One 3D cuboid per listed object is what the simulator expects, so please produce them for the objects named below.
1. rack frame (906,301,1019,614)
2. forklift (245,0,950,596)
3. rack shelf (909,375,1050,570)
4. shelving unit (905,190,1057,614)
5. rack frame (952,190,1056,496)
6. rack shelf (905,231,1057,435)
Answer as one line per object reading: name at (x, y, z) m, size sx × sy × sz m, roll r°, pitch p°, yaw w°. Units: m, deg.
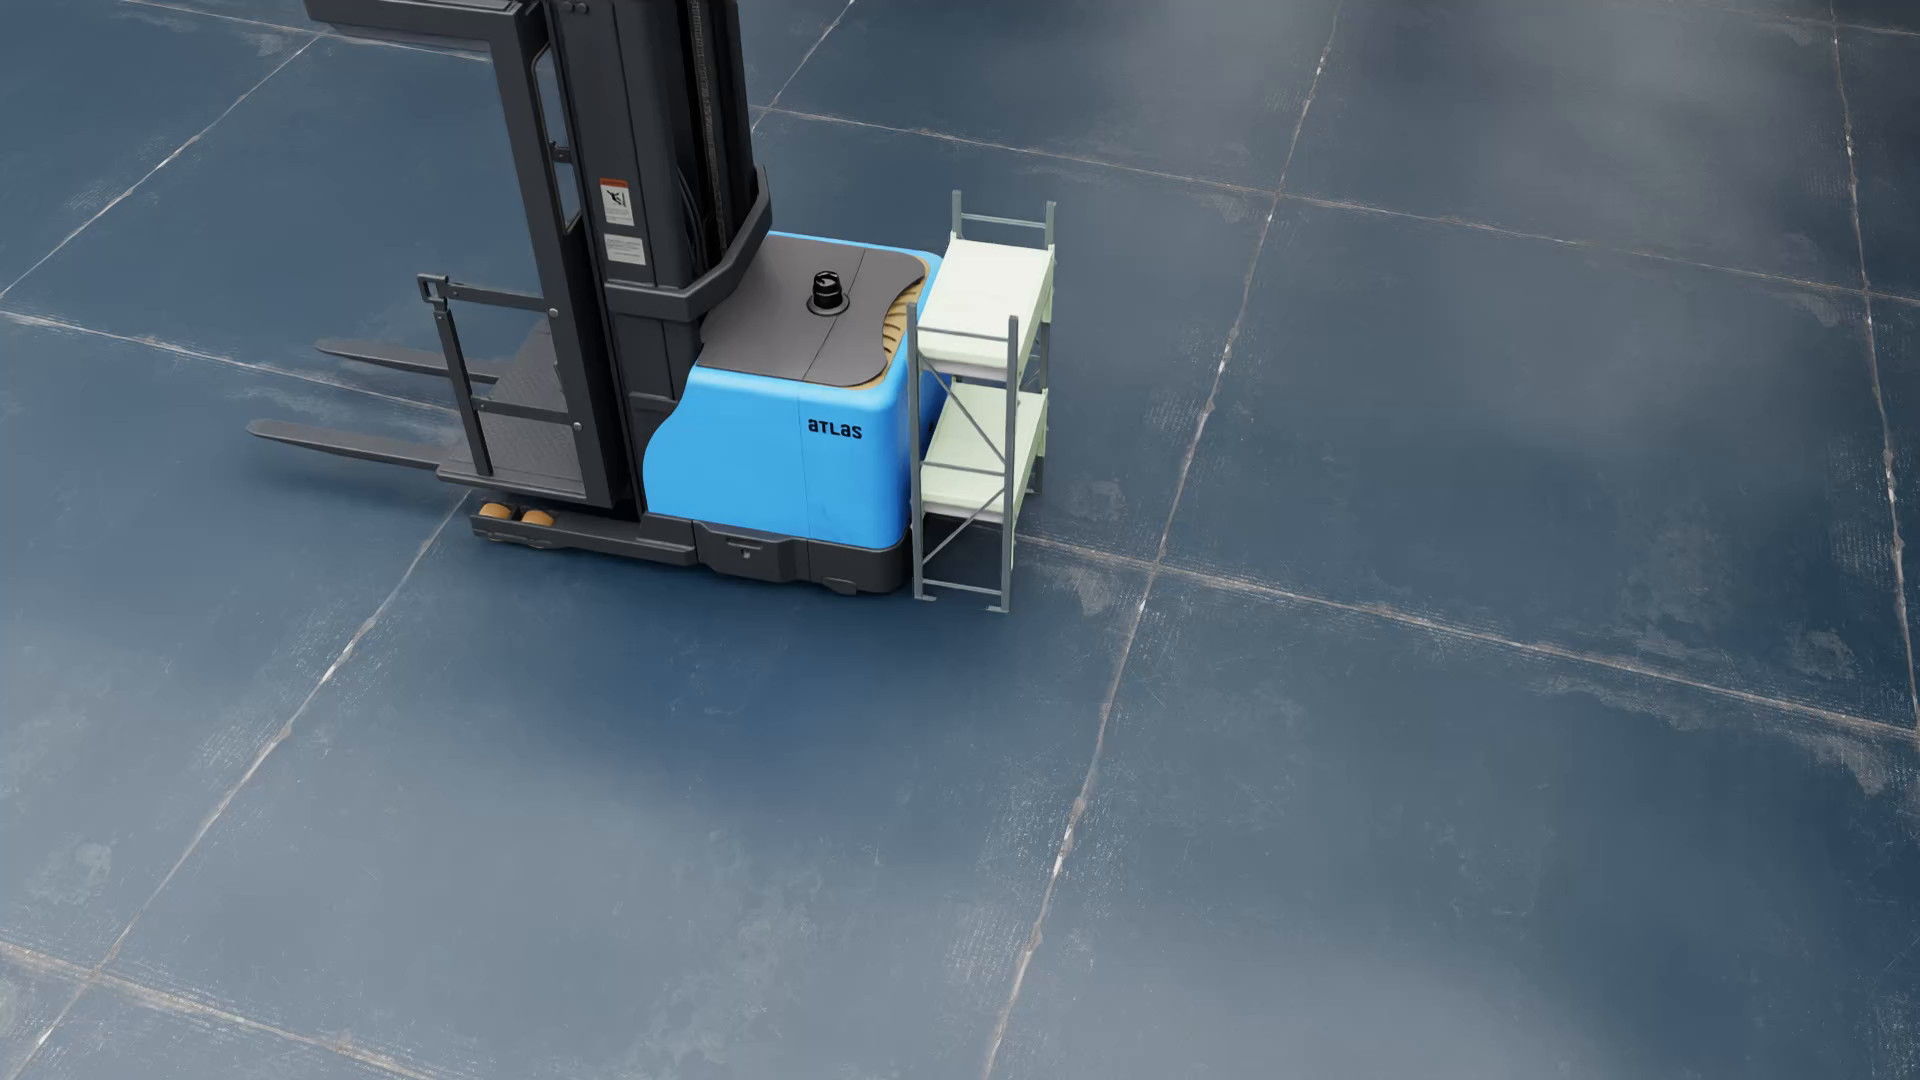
rack frame at (0.009, -0.269, 6.352) m, size 0.400 × 1.500 × 0.023 m, roll 9°, pitch 45°, yaw 9°
forklift at (-1.603, -1.361, 6.444) m, size 3.031 × 2.935 × 1.130 m, roll 9°, pitch 45°, yaw 9°
rack shelf at (0.088, -0.286, 6.835) m, size 0.431 × 0.370 × 0.720 m, roll 9°, pitch 45°, yaw 9°
shelving unit at (0.088, -0.519, 6.607) m, size 0.431 × 1.500 × 0.755 m, roll 9°, pitch 45°, yaw 9°
rack frame at (0.168, -0.769, 6.862) m, size 0.400 × 1.500 × 0.023 m, roll 9°, pitch 45°, yaw 9°
rack shelf at (0.088, -0.798, 6.334) m, size 0.431 × 0.370 × 0.720 m, roll 9°, pitch 45°, yaw 9°
